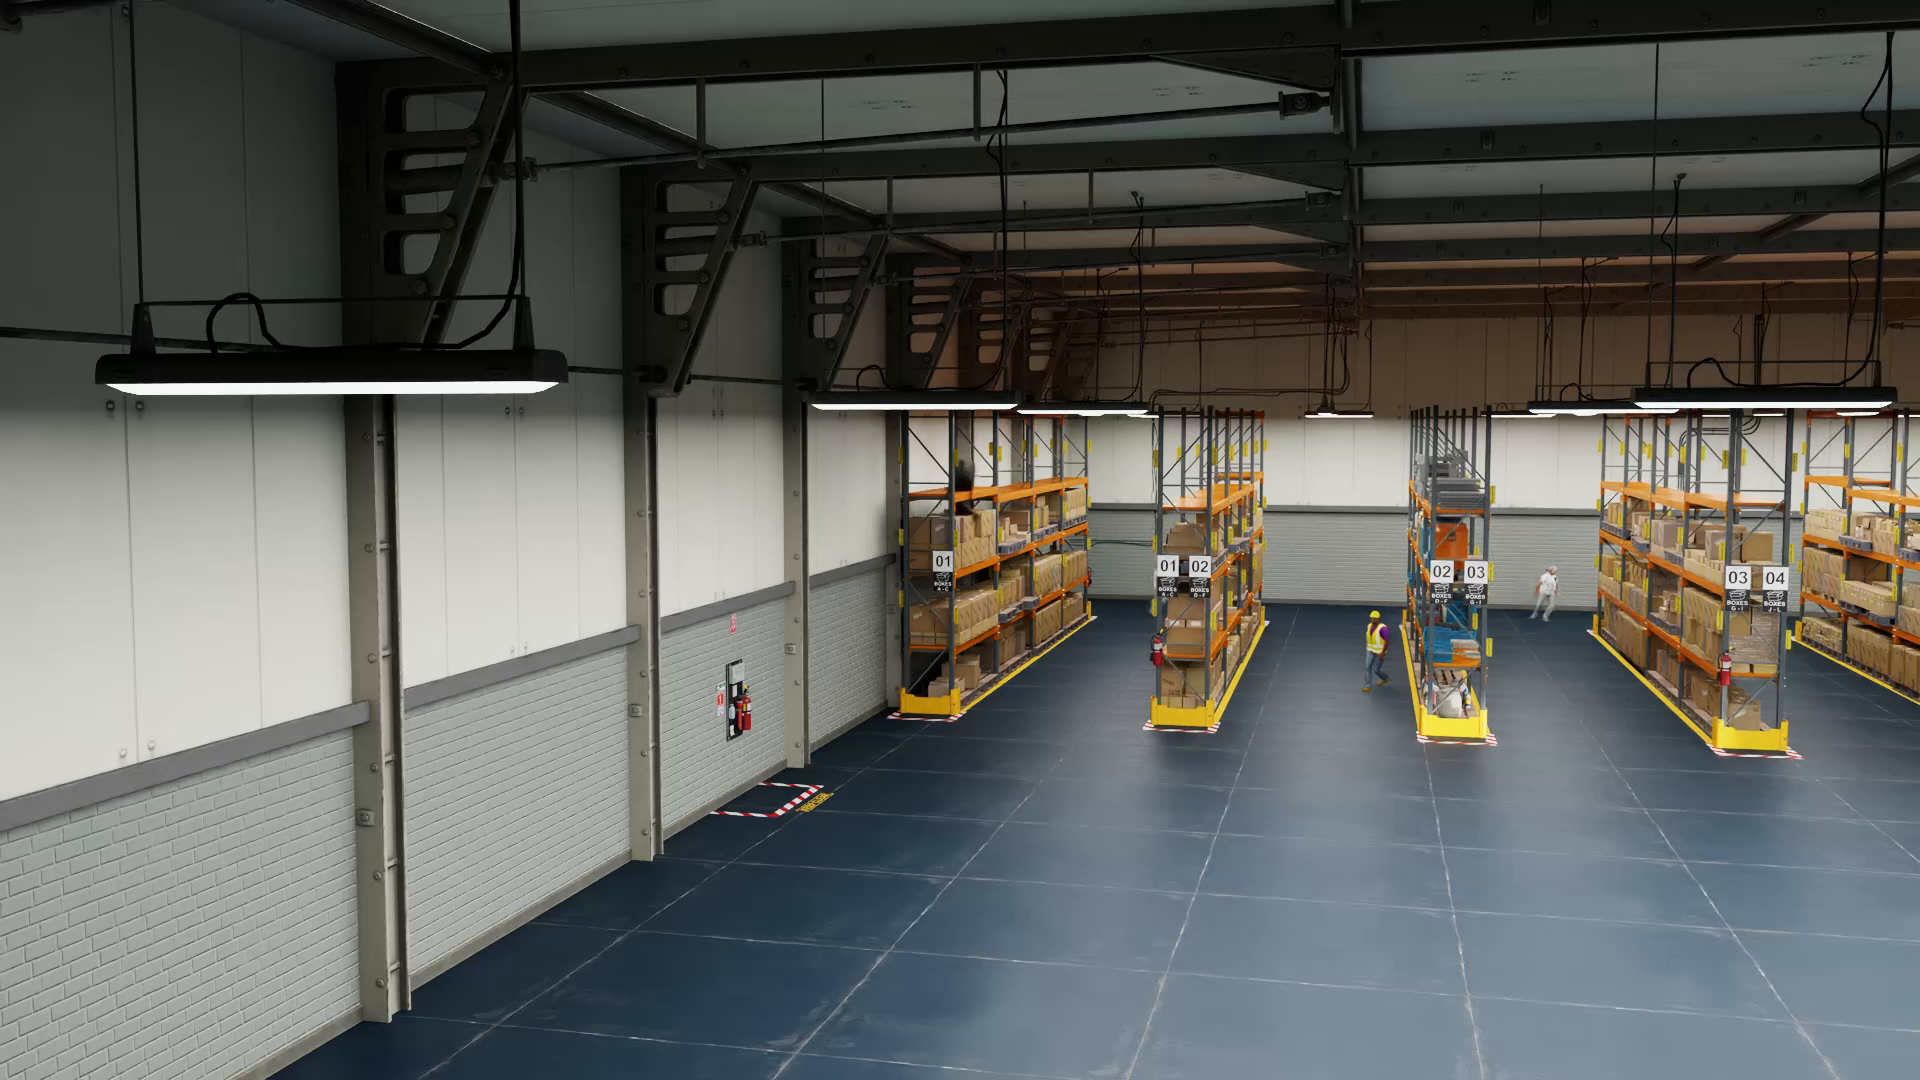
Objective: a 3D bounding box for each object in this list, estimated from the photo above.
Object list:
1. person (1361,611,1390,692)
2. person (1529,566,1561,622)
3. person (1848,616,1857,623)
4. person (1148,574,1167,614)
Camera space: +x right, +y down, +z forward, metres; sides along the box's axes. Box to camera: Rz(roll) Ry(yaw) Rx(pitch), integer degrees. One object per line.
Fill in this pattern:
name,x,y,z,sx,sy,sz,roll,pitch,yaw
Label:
person,8.815,2.343,34.983,0.833,1.724,0.611,-3,5,-39
person,16.744,1.525,47.543,0.757,1.599,0.657,-1,4,-10
person,23.458,1.703,43.833,0.622,1.733,0.676,2,5,31
person,5.994,1.433,49.057,0.900,1.566,0.609,2,5,30
